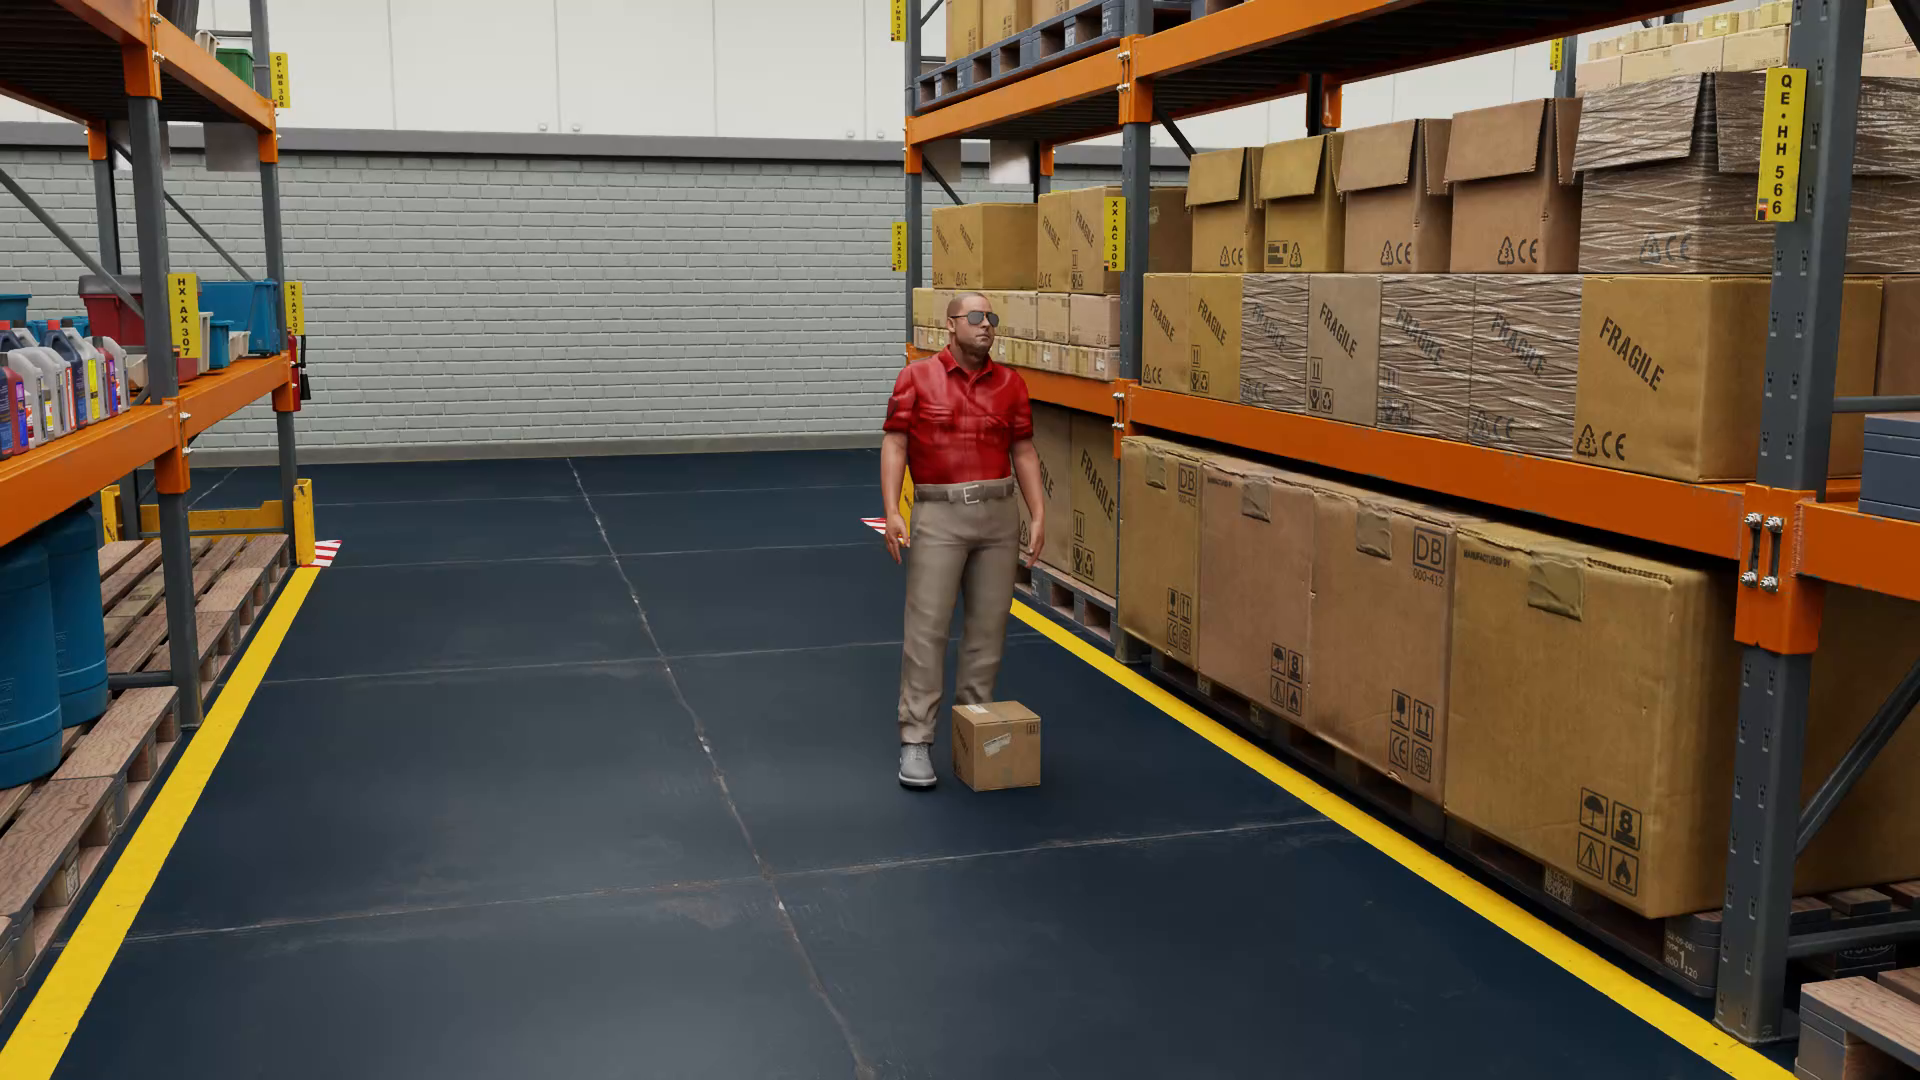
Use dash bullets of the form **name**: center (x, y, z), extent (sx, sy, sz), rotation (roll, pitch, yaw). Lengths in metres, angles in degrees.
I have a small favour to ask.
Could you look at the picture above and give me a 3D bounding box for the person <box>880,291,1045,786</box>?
- **person**: center (0.037, -0.028, 6.042), extent (0.641, 1.727, 0.550), rotation (-3, 10, -18)
